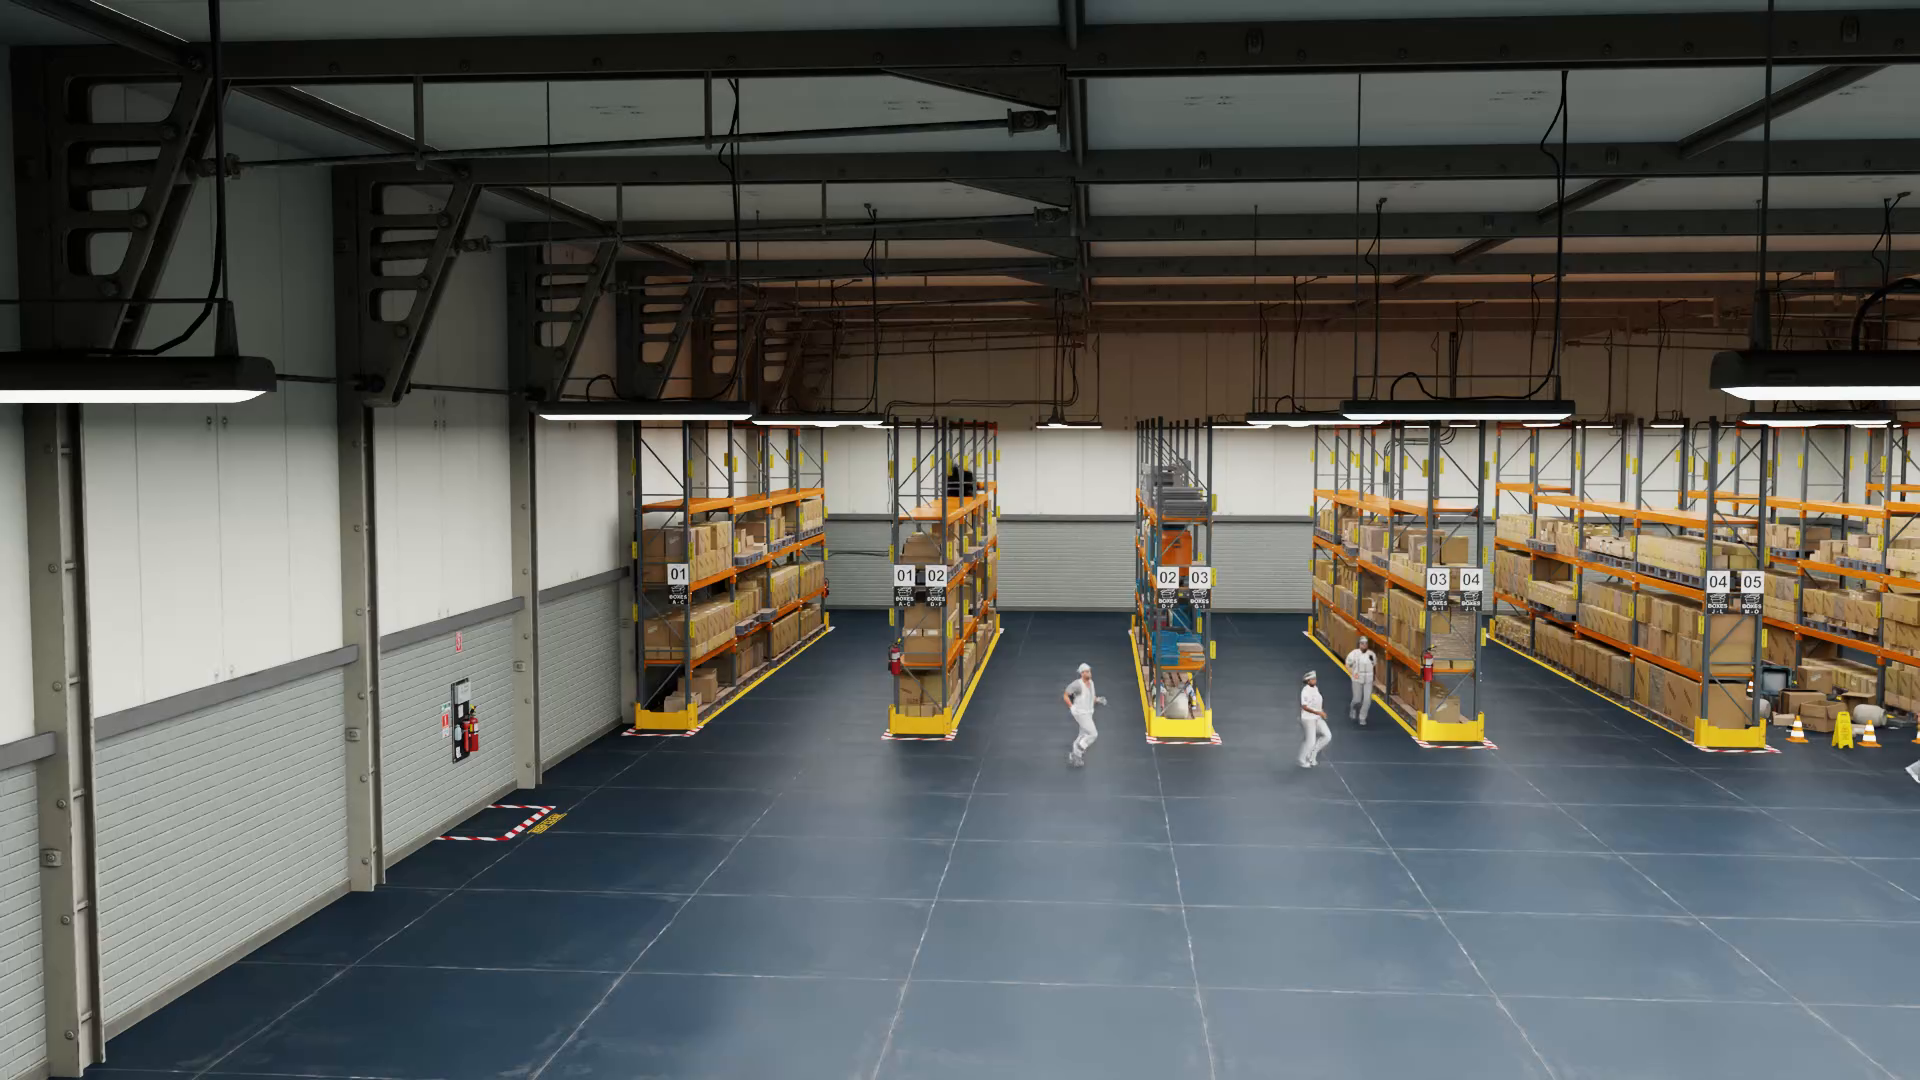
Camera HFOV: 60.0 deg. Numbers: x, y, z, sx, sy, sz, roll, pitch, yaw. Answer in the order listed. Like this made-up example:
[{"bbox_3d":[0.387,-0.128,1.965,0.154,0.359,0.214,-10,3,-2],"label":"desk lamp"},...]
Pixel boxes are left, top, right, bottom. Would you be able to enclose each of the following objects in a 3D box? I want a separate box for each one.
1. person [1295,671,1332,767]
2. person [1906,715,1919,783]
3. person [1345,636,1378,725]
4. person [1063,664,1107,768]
[{"bbox_3d":[6.018,3.038,28.318,0.617,1.659,0.589,3,5,41],"label":"person"},{"bbox_3d":[15.518,3.147,26.387,0.570,1.646,0.961,-3,5,-39],"label":"person"},{"bbox_3d":[7.866,2.727,32.523,0.649,1.736,0.595,0,4,-2],"label":"person"},{"bbox_3d":[2.160,2.984,28.345,0.659,1.762,0.625,2,4,33],"label":"person"}]
